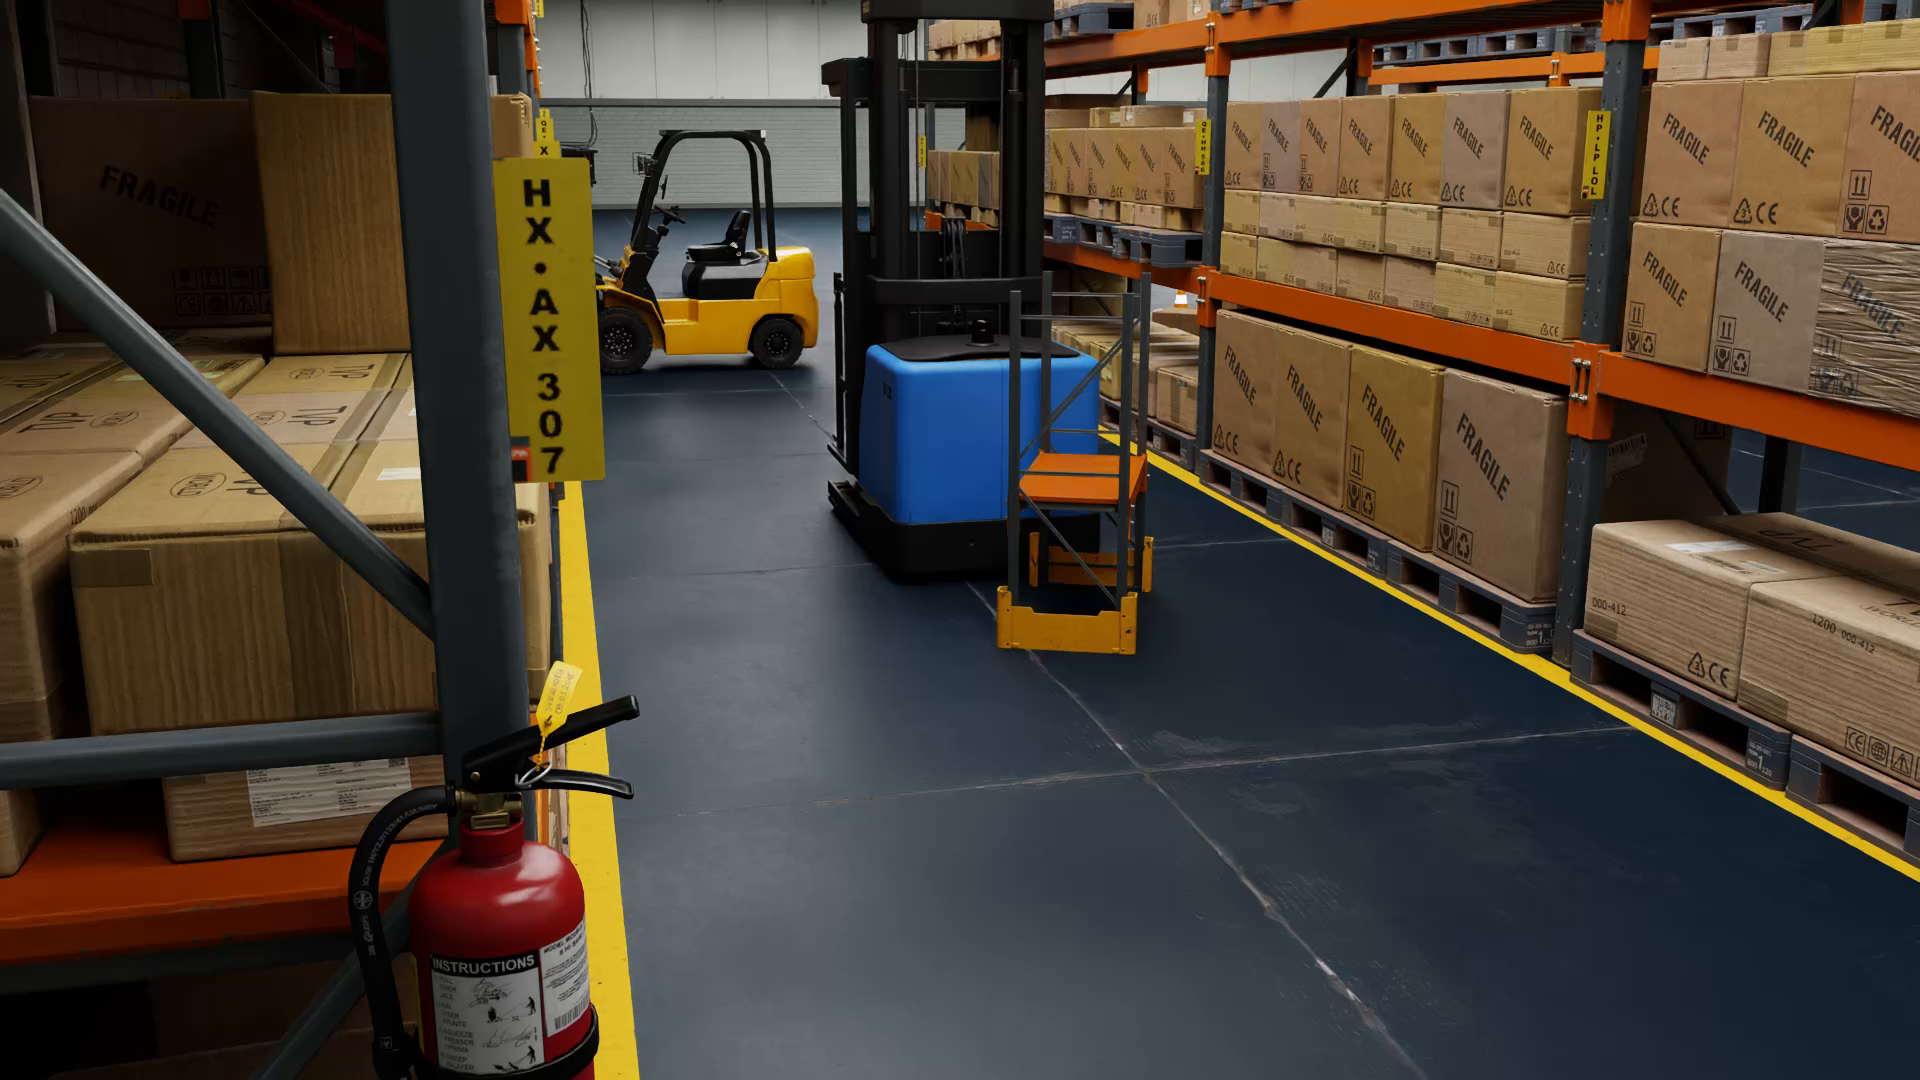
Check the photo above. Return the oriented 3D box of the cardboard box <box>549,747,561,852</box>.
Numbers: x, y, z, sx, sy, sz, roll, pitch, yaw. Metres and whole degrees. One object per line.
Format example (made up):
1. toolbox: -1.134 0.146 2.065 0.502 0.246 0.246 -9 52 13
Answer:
1. cardboard box: -1.185 0.769 3.839 0.500 0.500 0.500 -3 14 -12

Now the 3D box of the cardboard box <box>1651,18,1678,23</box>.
1. cardboard box: 6.171 -4.595 14.317 0.500 0.250 0.500 -3 14 -13

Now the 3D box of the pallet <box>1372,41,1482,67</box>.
1. pallet: 5.095 -5.279 18.080 1.003 0.211 1.213 -3 14 -13

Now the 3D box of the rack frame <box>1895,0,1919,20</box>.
1. rack frame: 6.789 -2.190 11.570 1.000 3.000 0.127 -3 14 -13

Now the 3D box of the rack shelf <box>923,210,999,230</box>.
1. rack shelf: 0.592 -2.925 16.096 1.077 0.370 4.000 -3 14 -13

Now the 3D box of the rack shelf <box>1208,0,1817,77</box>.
1. rack shelf: 2.471 -2.537 8.186 1.077 0.370 4.000 -3 14 -13

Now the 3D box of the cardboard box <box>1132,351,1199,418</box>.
1. cardboard box: 1.697 -1.119 11.838 0.950 0.372 0.625 -4 14 -14

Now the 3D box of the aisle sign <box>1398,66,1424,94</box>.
1. aisle sign: 5.185 -5.331 18.951 0.394 0.787 0.004 -3 14 -13

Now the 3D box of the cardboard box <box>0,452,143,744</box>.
1. cardboard box: -1.310 0.070 2.011 0.500 0.250 0.500 -3 14 -12

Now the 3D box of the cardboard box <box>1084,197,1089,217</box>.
1. cardboard box: 1.152 -2.512 12.534 0.380 0.149 0.250 -3 14 -13

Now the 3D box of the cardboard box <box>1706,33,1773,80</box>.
1. cardboard box: 2.838 -1.672 5.765 0.380 0.149 0.250 -3 14 -12

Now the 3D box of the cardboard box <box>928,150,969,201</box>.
1. cardboard box: -0.036 -3.804 17.342 0.500 0.500 0.500 -4 14 -14

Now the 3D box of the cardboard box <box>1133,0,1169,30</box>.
1. cardboard box: 1.615 -3.748 11.411 0.797 0.503 0.637 -3 14 -13

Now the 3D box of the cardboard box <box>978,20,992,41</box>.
1. cardboard box: 0.471 -4.664 15.066 0.500 0.250 0.500 -4 14 -14

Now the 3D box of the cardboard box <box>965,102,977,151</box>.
1. cardboard box: 0.455 -4.309 17.301 0.700 0.500 0.500 -4 14 -15

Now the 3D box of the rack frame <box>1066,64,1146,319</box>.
1. rack frame: 1.062 -2.813 14.122 1.000 3.000 0.127 -3 14 -13

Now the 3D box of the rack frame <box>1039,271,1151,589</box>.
1. rack frame: 0.630 -0.506 7.838 0.500 1.500 0.032 2 14 10

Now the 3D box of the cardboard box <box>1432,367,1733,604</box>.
1. cardboard box: 2.717 -0.278 7.338 0.875 0.875 0.875 -3 14 -11

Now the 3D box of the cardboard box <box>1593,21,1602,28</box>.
1. cardboard box: 6.095 -4.803 15.380 0.380 0.149 0.250 -4 14 -14

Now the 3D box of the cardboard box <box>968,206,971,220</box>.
1. cardboard box: 0.286 -3.224 16.334 0.380 0.149 0.250 -3 14 -11

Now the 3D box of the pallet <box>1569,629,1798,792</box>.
1. pallet: 3.043 0.567 6.163 1.003 0.211 1.213 -3 14 -13

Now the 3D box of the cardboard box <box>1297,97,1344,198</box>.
1. cardboard box: 2.112 -2.063 8.735 0.500 0.500 0.500 -3 14 -12

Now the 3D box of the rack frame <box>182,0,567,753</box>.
1. rack frame: -1.883 -0.690 5.432 1.000 3.000 0.127 -3 14 -13

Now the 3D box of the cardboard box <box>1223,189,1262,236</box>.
1. cardboard box: 1.880 -1.930 9.769 0.500 0.250 0.500 -3 14 -14

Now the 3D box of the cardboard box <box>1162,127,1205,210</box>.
1. cardboard box: 1.624 -2.377 10.614 0.500 0.500 0.500 -4 14 -15

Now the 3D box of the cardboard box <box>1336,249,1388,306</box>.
1. cardboard box: 2.246 -1.338 8.401 0.500 0.250 0.500 -3 14 -13

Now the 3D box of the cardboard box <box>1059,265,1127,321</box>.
1. cardboard box: 1.186 -2.197 14.928 0.500 0.500 0.500 -3 14 -11

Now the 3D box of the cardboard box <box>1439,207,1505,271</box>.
1. cardboard box: 2.476 -1.341 7.358 0.500 0.250 0.500 -3 14 -12

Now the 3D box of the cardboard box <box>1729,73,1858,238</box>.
1. cardboard box: 2.930 -1.262 5.454 0.500 0.500 0.500 -3 14 -14

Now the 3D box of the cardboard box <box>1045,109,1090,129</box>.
1. cardboard box: 0.829 -3.397 13.423 0.380 0.149 0.250 -3 14 -13

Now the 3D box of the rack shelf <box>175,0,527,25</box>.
1. rack shelf: -1.414 -1.337 3.273 1.077 0.370 4.000 -3 14 -13

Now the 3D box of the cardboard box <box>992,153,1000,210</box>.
1. cardboard box: 0.588 -3.213 14.922 0.500 0.500 0.500 -3 14 -11

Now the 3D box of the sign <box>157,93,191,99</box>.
1. sign: -2.422 -1.221 5.165 0.100 0.325 0.005 -3 14 -13

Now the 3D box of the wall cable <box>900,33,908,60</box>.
1. wall cable: -2.635 -16.014 48.347 2.305 6.003 0.169 -3 14 -13

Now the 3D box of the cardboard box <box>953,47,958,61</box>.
1. cardboard box: 0.144 -4.802 16.472 0.380 0.149 0.250 -3 14 -14

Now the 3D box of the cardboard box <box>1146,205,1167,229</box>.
1. cardboard box: 1.460 -2.148 11.045 0.380 0.149 0.250 -3 14 -14

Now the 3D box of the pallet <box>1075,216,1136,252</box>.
1. pallet: 1.497 -2.252 12.228 1.003 0.211 1.213 -3 14 -13

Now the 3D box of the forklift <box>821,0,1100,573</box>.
1. forklift: -0.145 -1.569 9.175 1.130 2.935 3.031 -3 14 -13

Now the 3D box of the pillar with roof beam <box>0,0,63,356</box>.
1. pillar with roof beam: 1.589 -3.634 4.839 9.100 9.000 0.400 -3 14 -13

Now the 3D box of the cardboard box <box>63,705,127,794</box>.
1. cardboard box: -1.282 0.231 2.190 0.380 0.149 0.250 -3 14 -12

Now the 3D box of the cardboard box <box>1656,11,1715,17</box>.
1. cardboard box: 5.926 -4.362 13.576 0.380 0.149 0.250 -3 14 -13

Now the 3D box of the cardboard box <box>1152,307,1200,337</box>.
1. cardboard box: 2.133 -1.923 15.741 0.500 0.500 0.500 7 15 26

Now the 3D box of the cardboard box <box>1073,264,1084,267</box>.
1. cardboard box: 1.215 -2.544 14.983 0.380 0.149 0.250 -3 14 -12

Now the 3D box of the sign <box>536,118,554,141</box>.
1. sign: -2.297 -2.169 9.214 0.100 0.325 0.005 -3 14 -13

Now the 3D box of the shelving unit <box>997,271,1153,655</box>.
1. shelving unit: 0.538 -0.385 7.344 0.587 1.500 1.083 2 14 10

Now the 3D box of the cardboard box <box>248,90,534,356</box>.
1. cardboard box: -1.141 -0.669 3.455 0.500 0.500 0.500 -3 14 -12

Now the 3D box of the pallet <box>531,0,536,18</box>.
1. pallet: -3.069 -3.130 9.496 1.213 0.211 1.003 -3 14 -11

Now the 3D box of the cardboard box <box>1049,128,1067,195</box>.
1. cardboard box: 1.011 -2.971 13.044 0.500 0.500 0.500 -3 14 -13
